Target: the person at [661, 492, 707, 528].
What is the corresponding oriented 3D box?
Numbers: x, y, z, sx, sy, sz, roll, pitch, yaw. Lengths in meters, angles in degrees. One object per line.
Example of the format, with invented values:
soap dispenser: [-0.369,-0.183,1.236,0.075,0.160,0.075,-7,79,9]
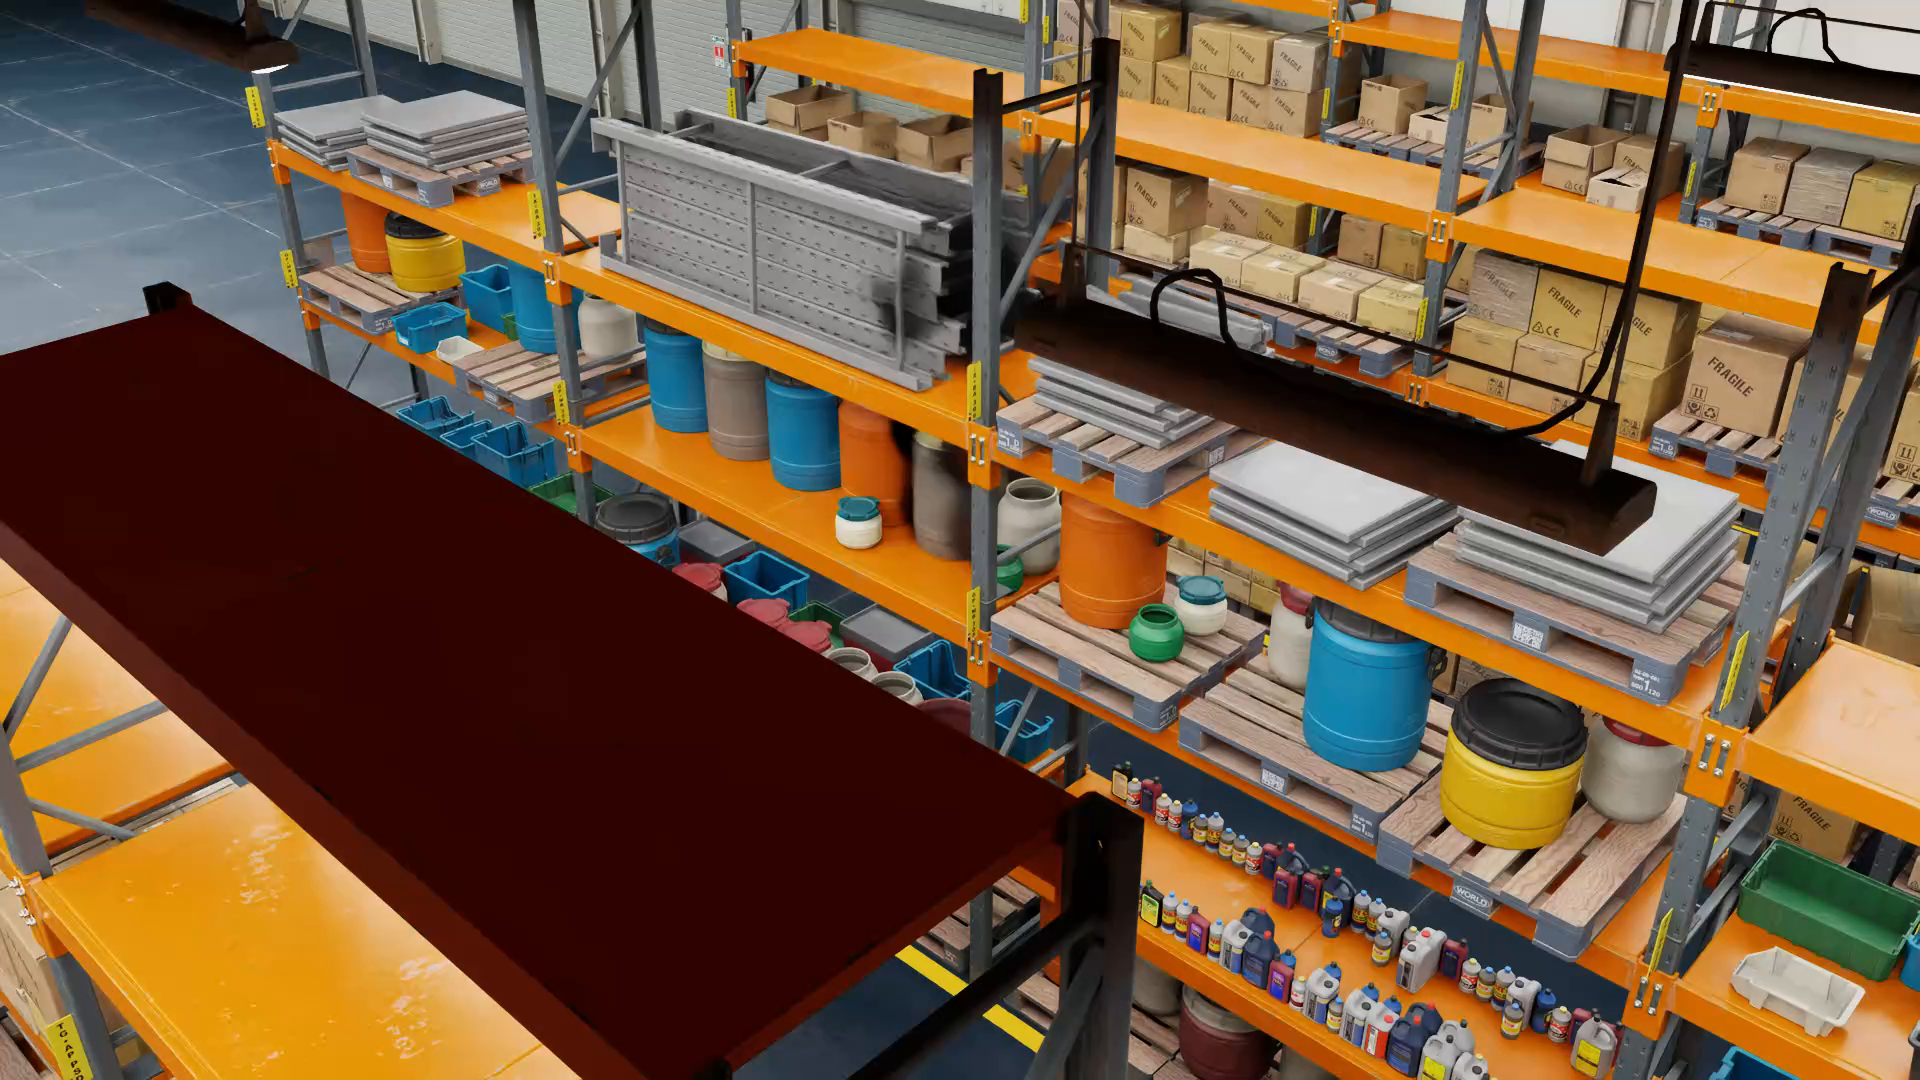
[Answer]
person: [-2.418,-0.412,15.189,0.829,1.748,0.714,23,37,35]
